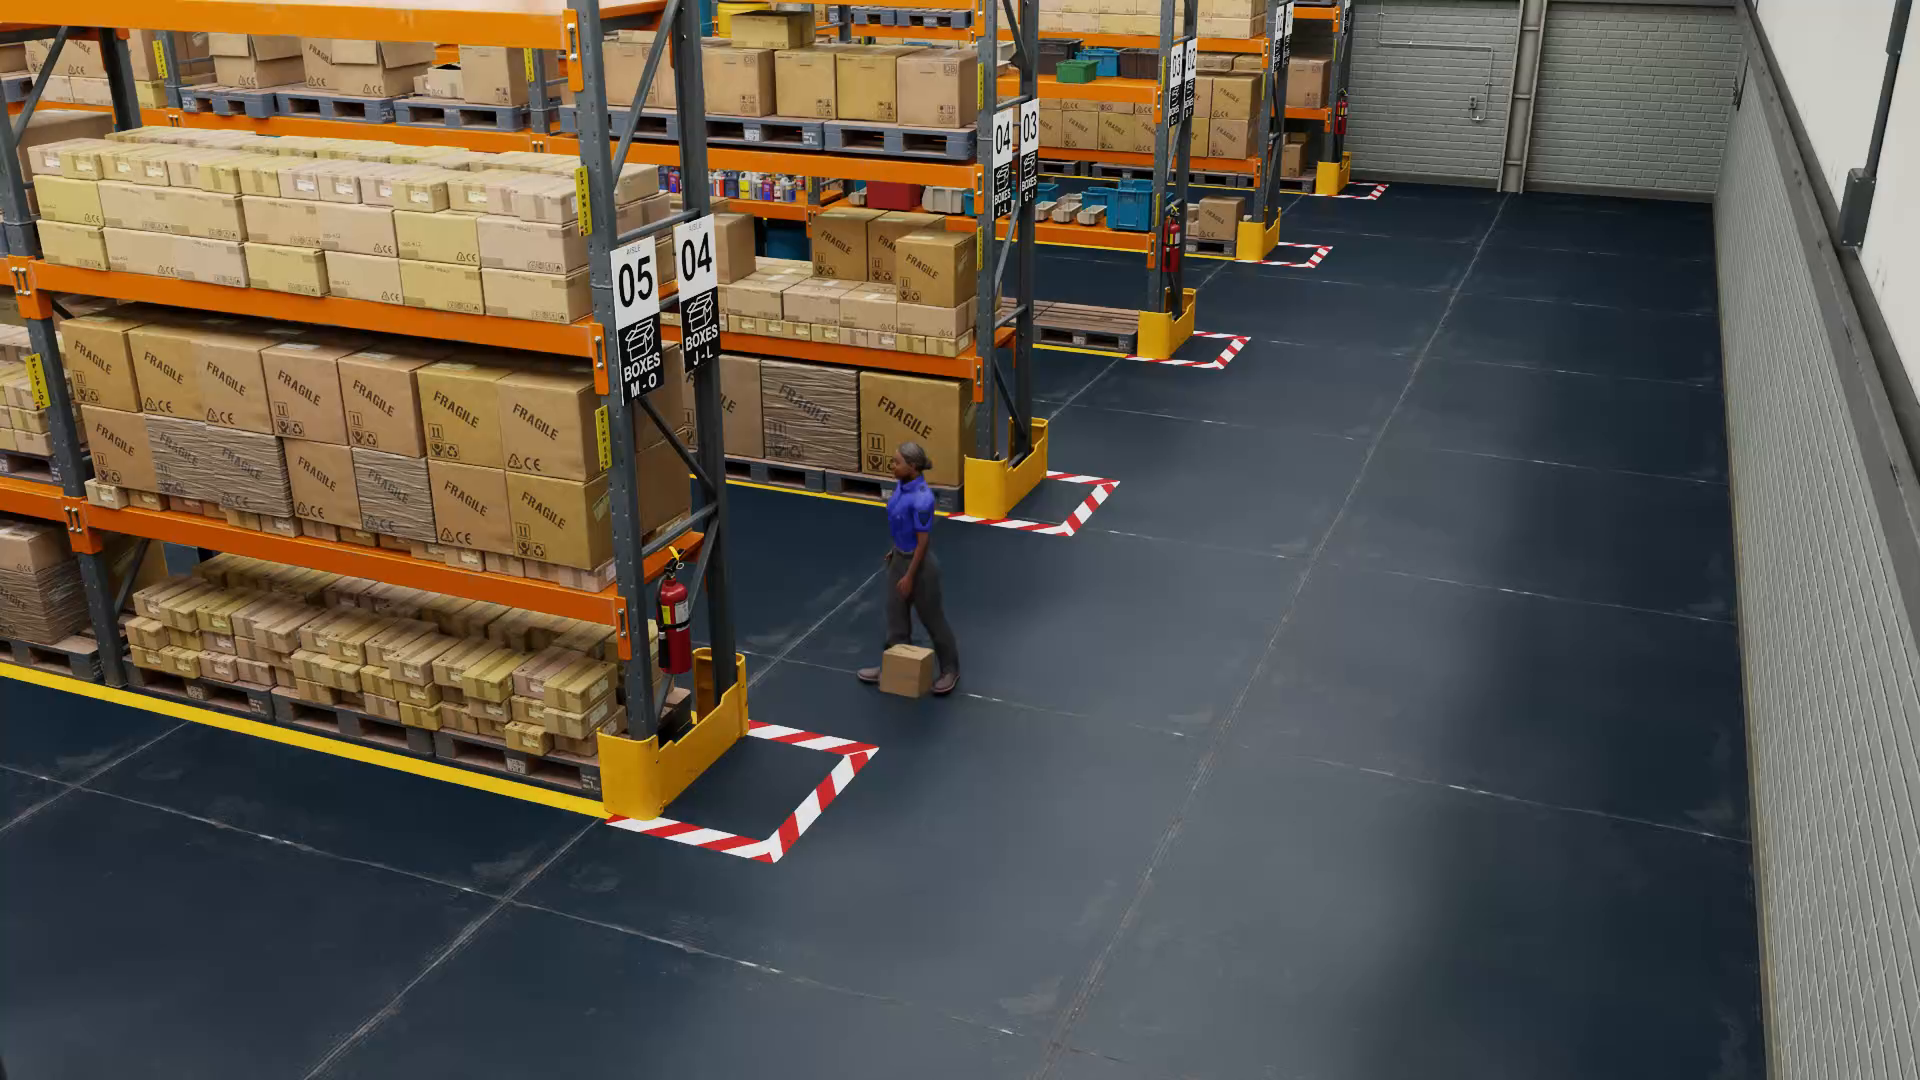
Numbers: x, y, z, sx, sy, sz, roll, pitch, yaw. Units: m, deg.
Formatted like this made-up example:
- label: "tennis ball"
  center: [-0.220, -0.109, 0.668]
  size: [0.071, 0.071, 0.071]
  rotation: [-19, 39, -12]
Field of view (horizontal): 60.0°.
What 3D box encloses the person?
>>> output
- label: "person"
  center: [-0.327, 0.153, 10.532]
  size: [0.622, 1.649, 0.584]
  rotation: [-8, 24, -20]
